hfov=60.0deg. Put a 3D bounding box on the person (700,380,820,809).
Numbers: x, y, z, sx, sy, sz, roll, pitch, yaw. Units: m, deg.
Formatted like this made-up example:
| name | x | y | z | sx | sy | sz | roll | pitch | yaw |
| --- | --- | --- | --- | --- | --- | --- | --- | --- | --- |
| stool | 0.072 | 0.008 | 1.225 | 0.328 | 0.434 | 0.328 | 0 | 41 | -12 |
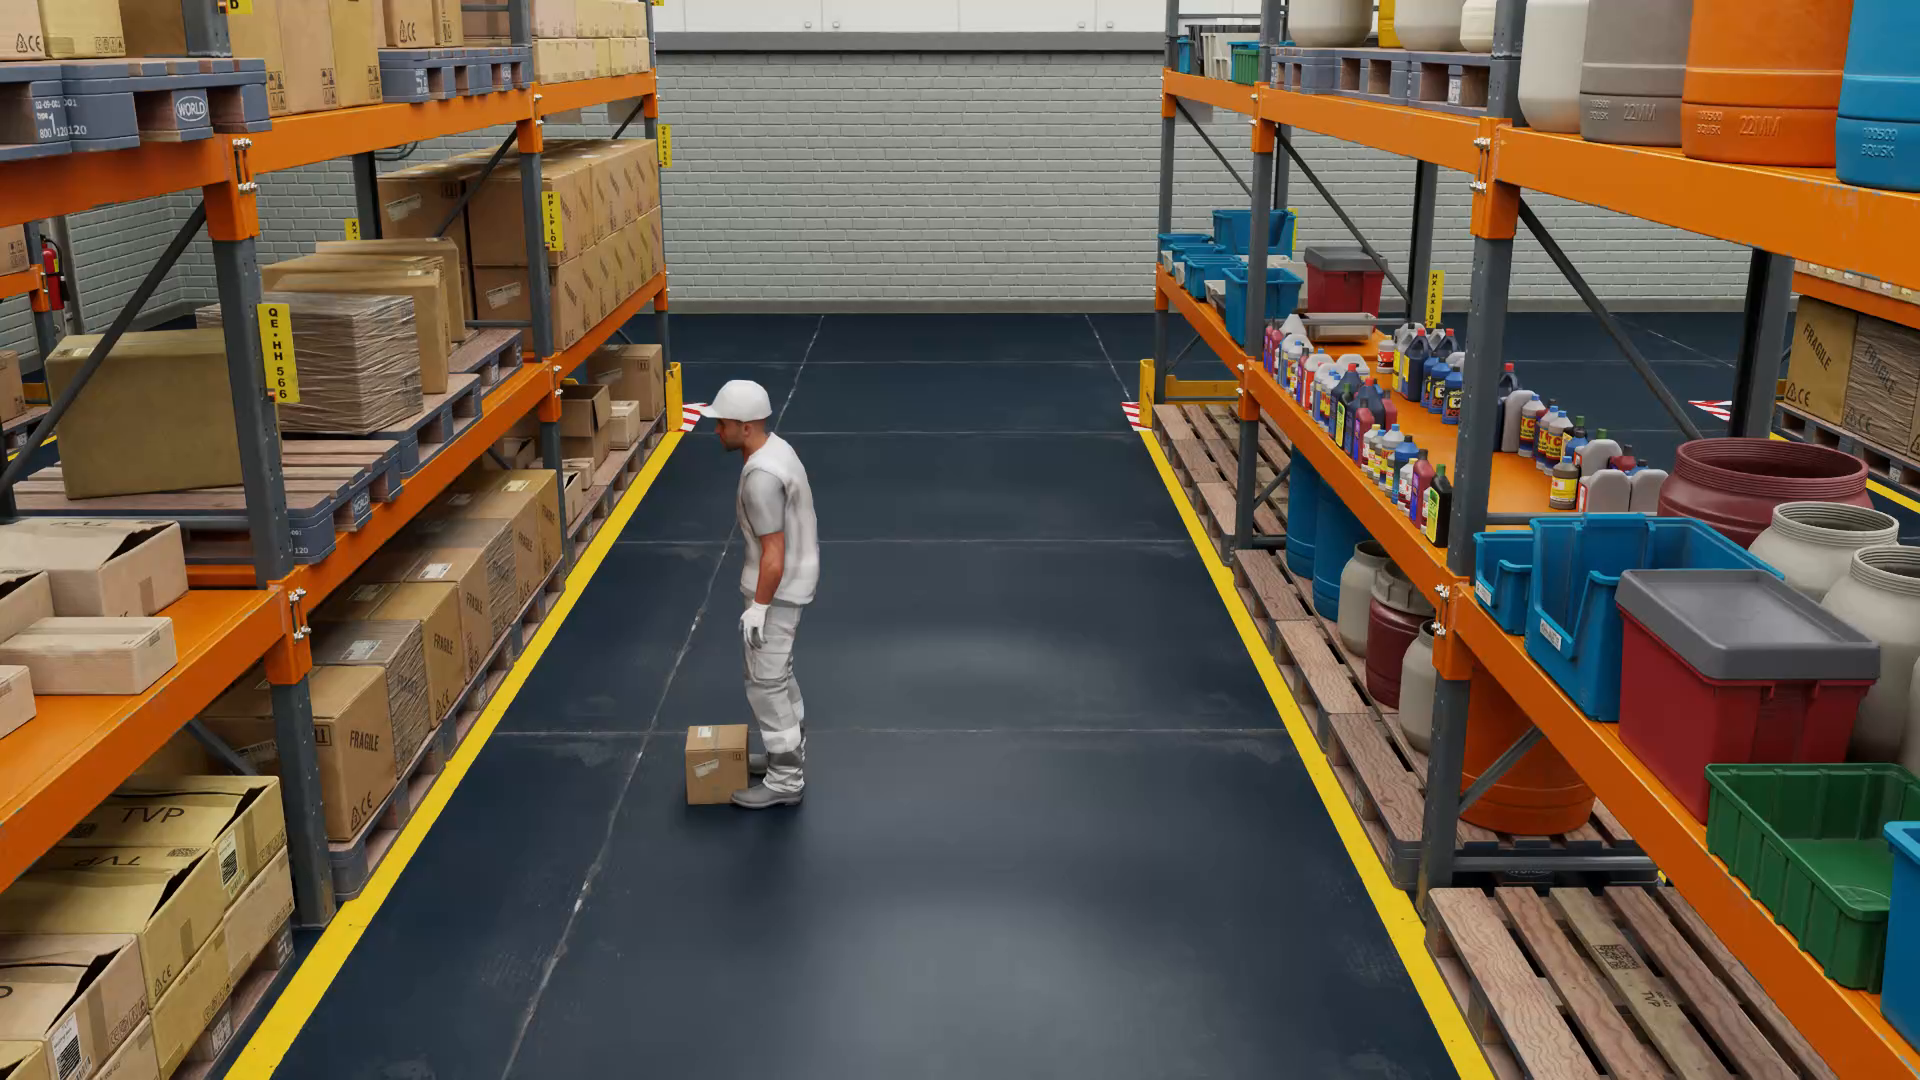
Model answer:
| name | x | y | z | sx | sy | sz | roll | pitch | yaw |
| --- | --- | --- | --- | --- | --- | --- | --- | --- | --- |
| person | -0.798 | 0.217 | 6.807 | 0.455 | 1.779 | 0.612 | 0 | 17 | -1 |
